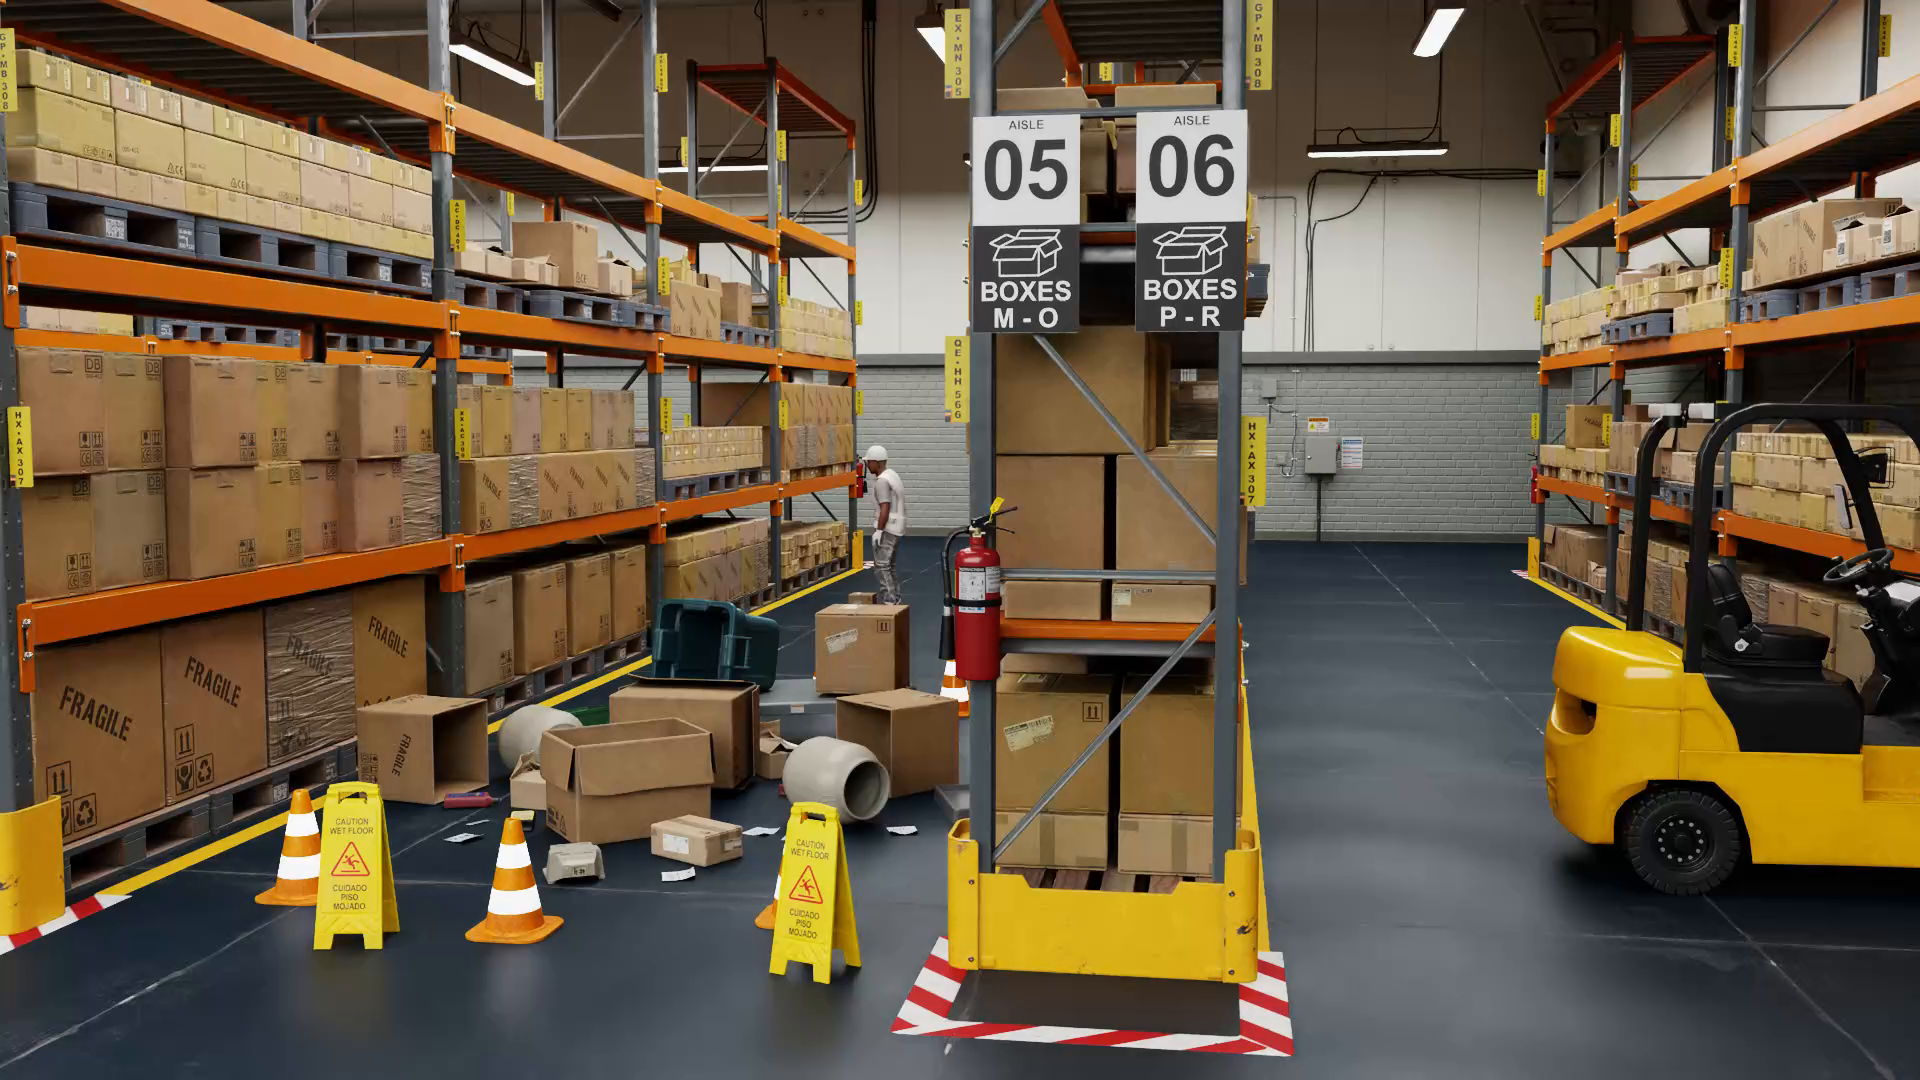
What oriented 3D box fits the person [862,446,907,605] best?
[{"bbox_3d":[-0.776,-0.078,17.025,0.453,1.774,0.622,1,4,8],"label":"person"}]
